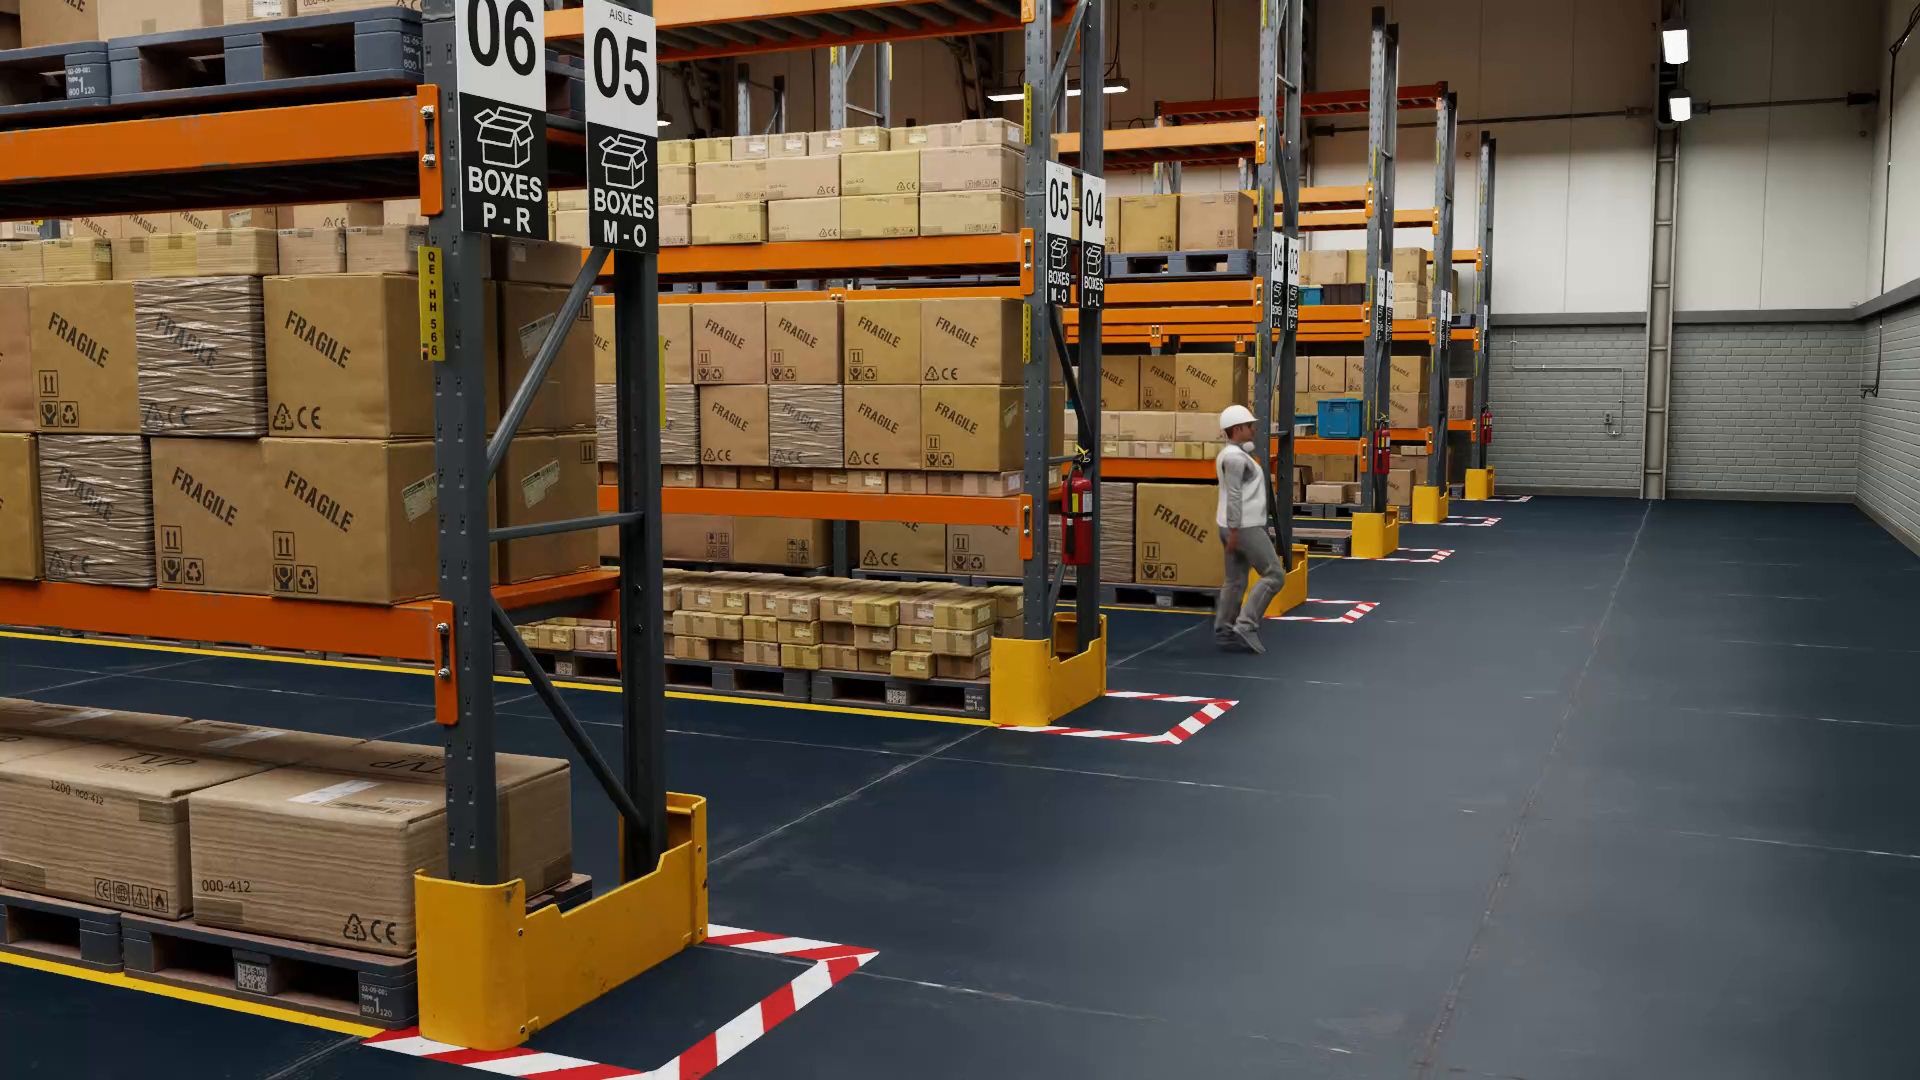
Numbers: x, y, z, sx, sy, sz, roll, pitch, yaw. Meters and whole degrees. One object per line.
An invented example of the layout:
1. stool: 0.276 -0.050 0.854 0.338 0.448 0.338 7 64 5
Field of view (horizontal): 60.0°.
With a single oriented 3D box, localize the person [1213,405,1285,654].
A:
1. person: 2.106 -0.075 12.130 0.483 1.810 0.539 0 6 -1
